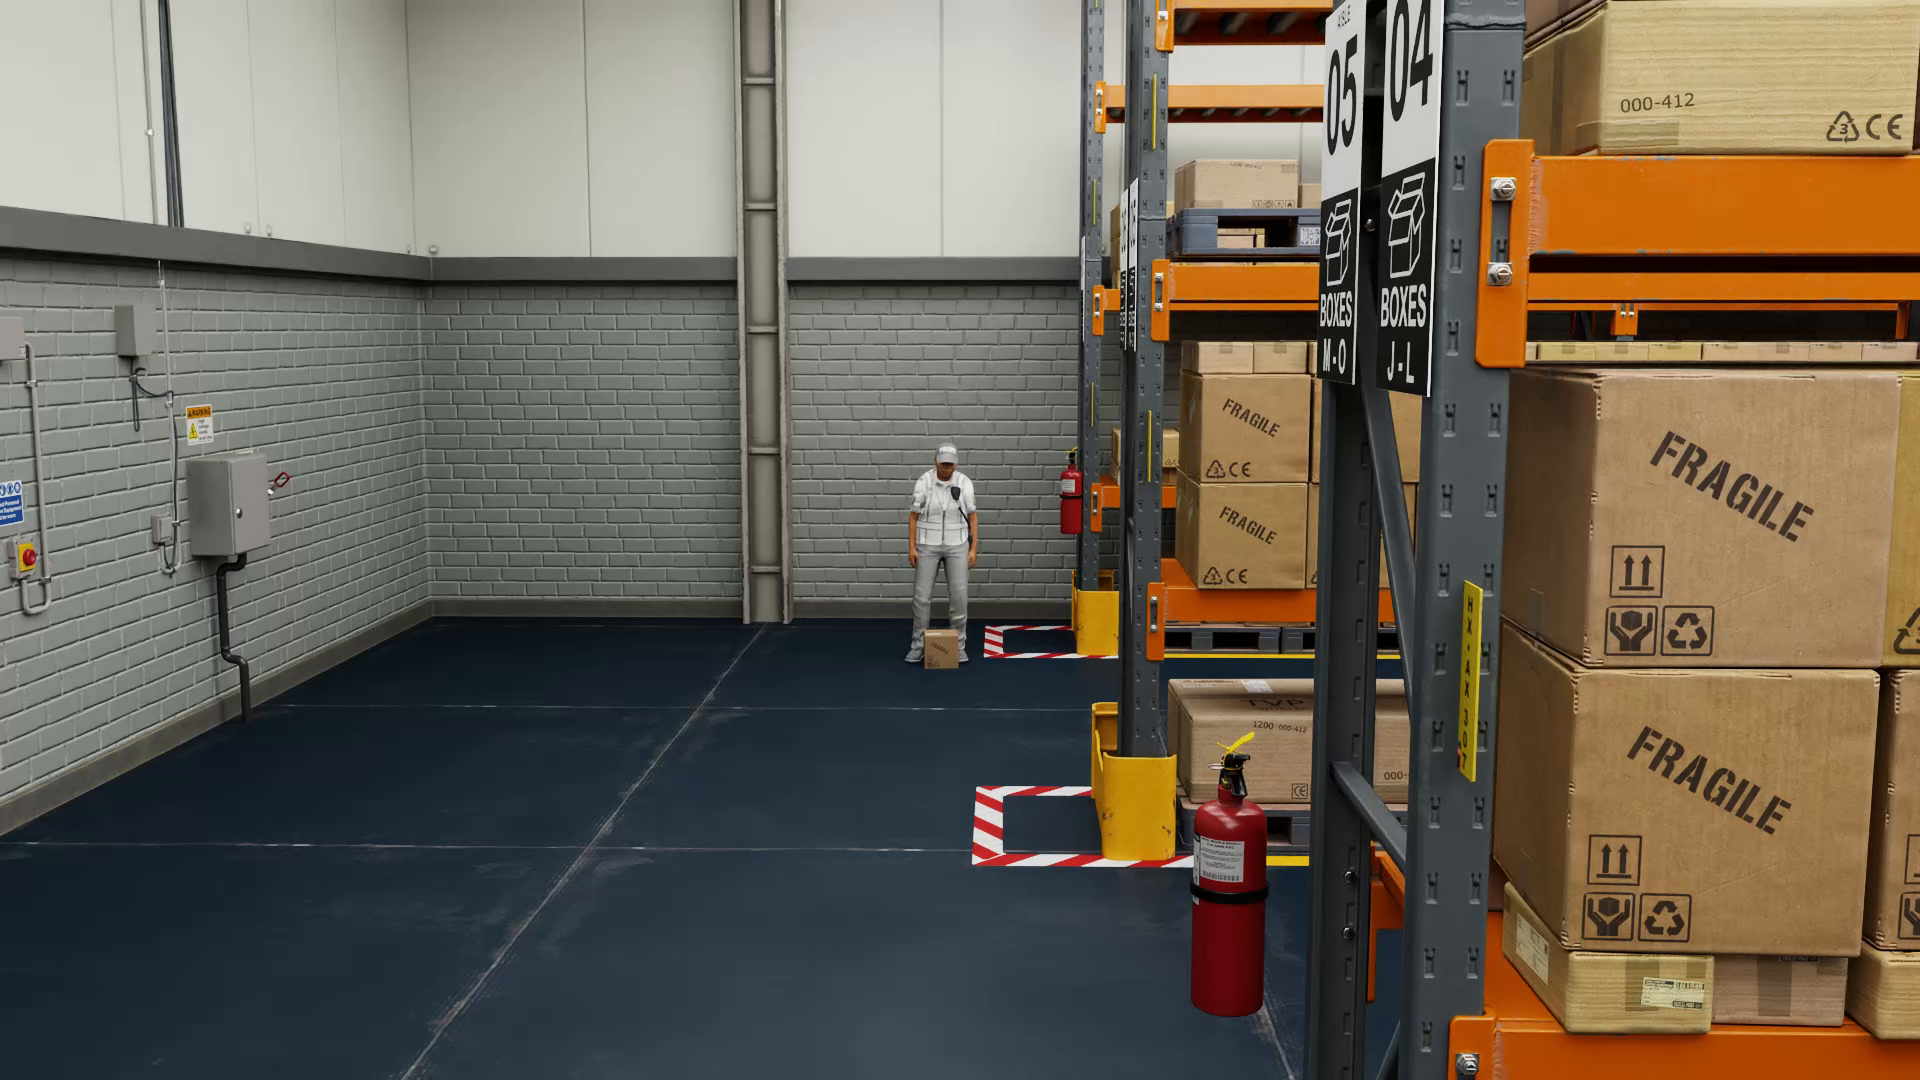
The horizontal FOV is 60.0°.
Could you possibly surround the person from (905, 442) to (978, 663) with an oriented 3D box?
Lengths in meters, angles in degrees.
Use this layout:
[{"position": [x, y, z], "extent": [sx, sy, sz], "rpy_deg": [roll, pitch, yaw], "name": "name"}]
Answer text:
[{"position": [-0.142, 0.087, 12.579], "extent": [0.558, 1.665, 0.468], "rpy_deg": [0, 7, -2], "name": "person"}]
